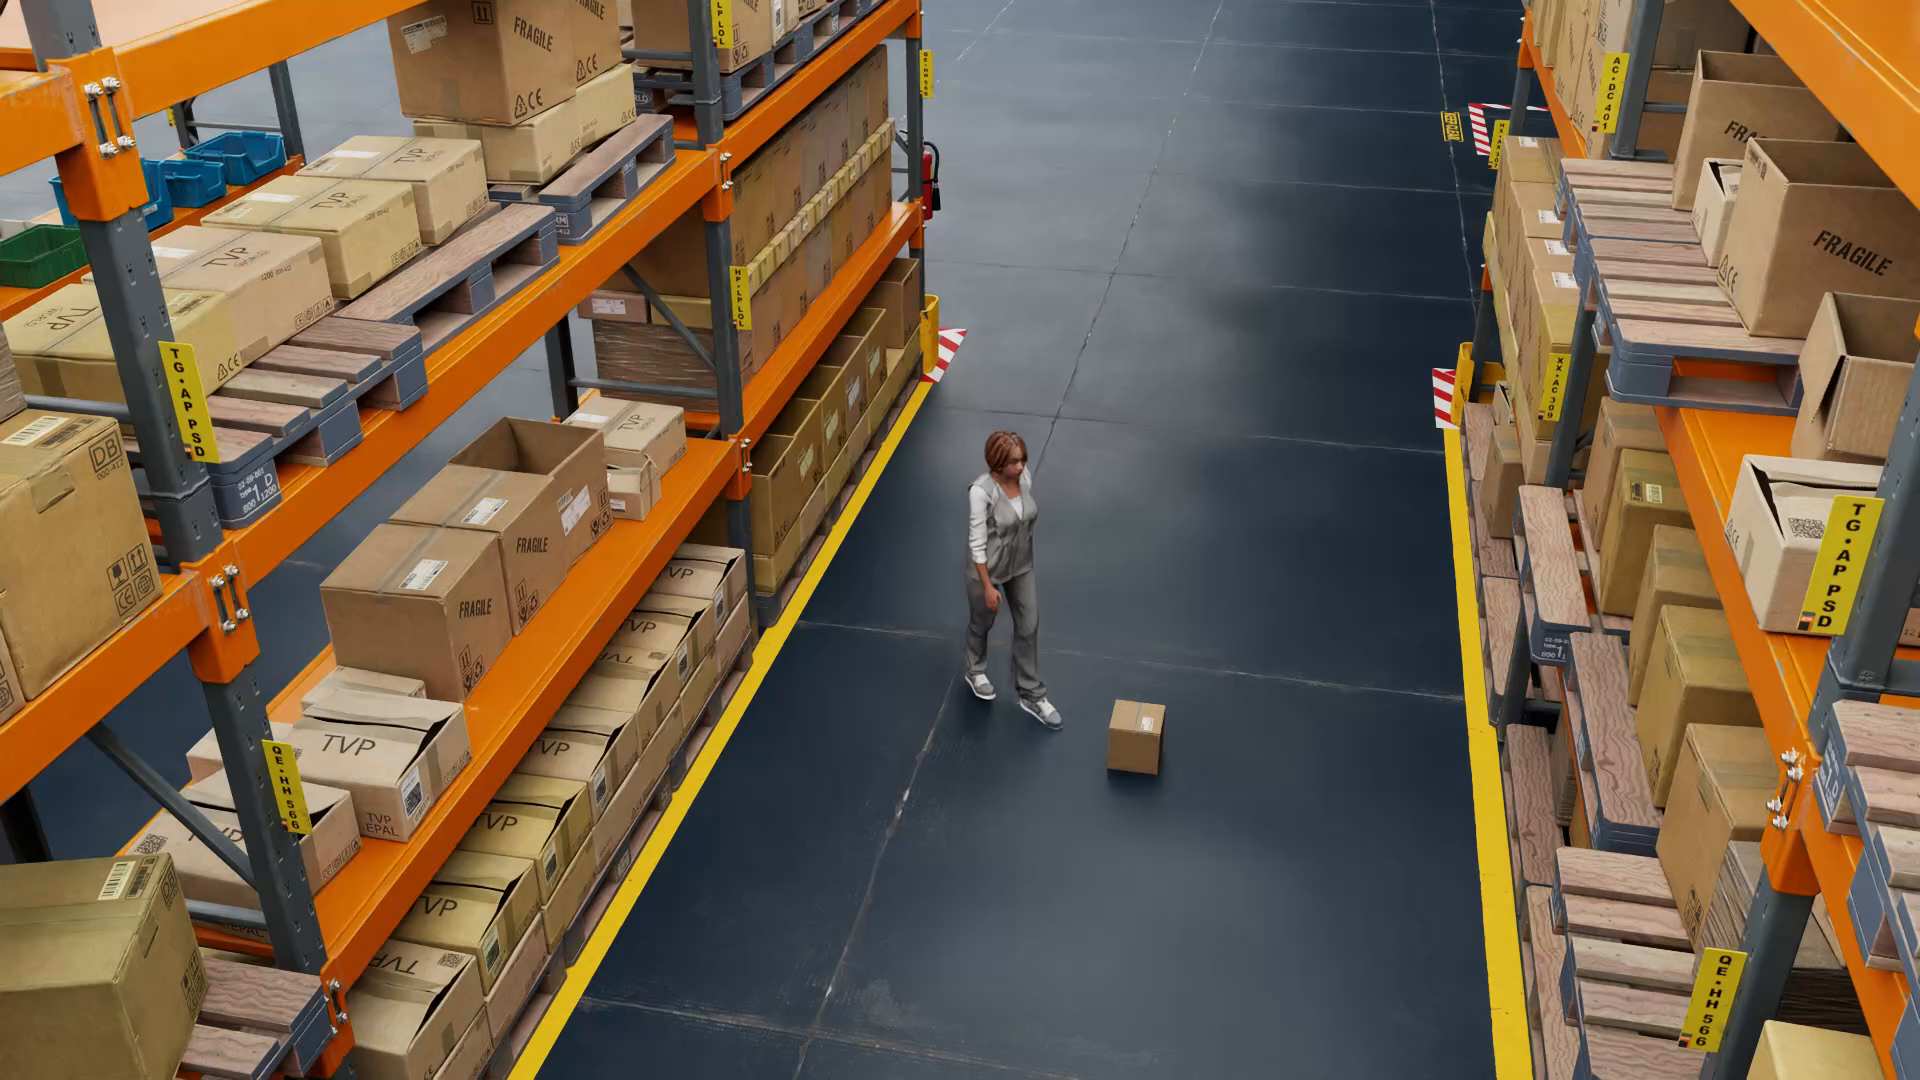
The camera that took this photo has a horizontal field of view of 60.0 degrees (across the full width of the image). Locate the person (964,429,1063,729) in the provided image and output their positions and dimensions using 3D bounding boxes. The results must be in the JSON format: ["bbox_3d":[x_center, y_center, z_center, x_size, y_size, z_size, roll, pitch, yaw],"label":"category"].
[{"bbox_3d":[0.216,0.178,8.295,0.419,1.611,0.636,-17,33,-28],"label":"person"}]
